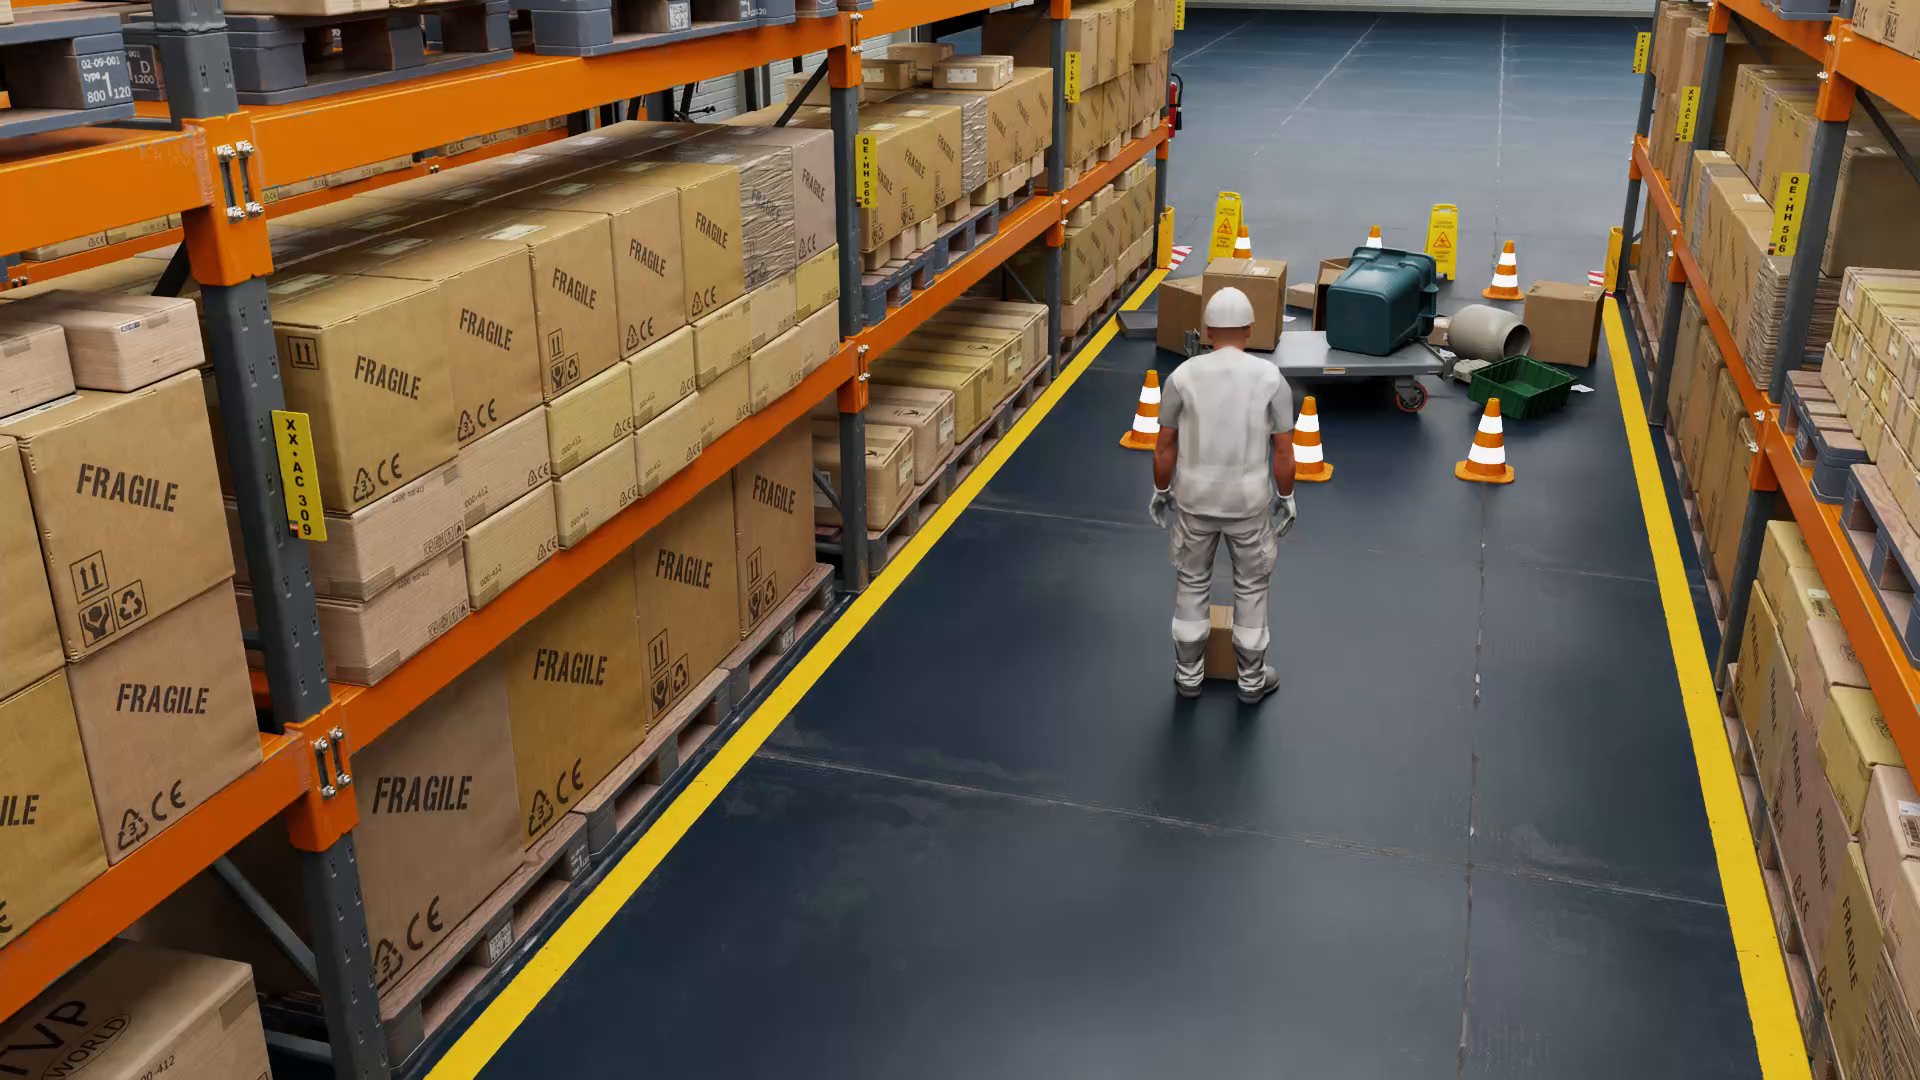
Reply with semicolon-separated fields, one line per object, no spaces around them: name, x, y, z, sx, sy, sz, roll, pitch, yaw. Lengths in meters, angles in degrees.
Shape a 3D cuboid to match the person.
person;15.458;-1.812;11.176;26.498;1.731;15.774;5;22;12
